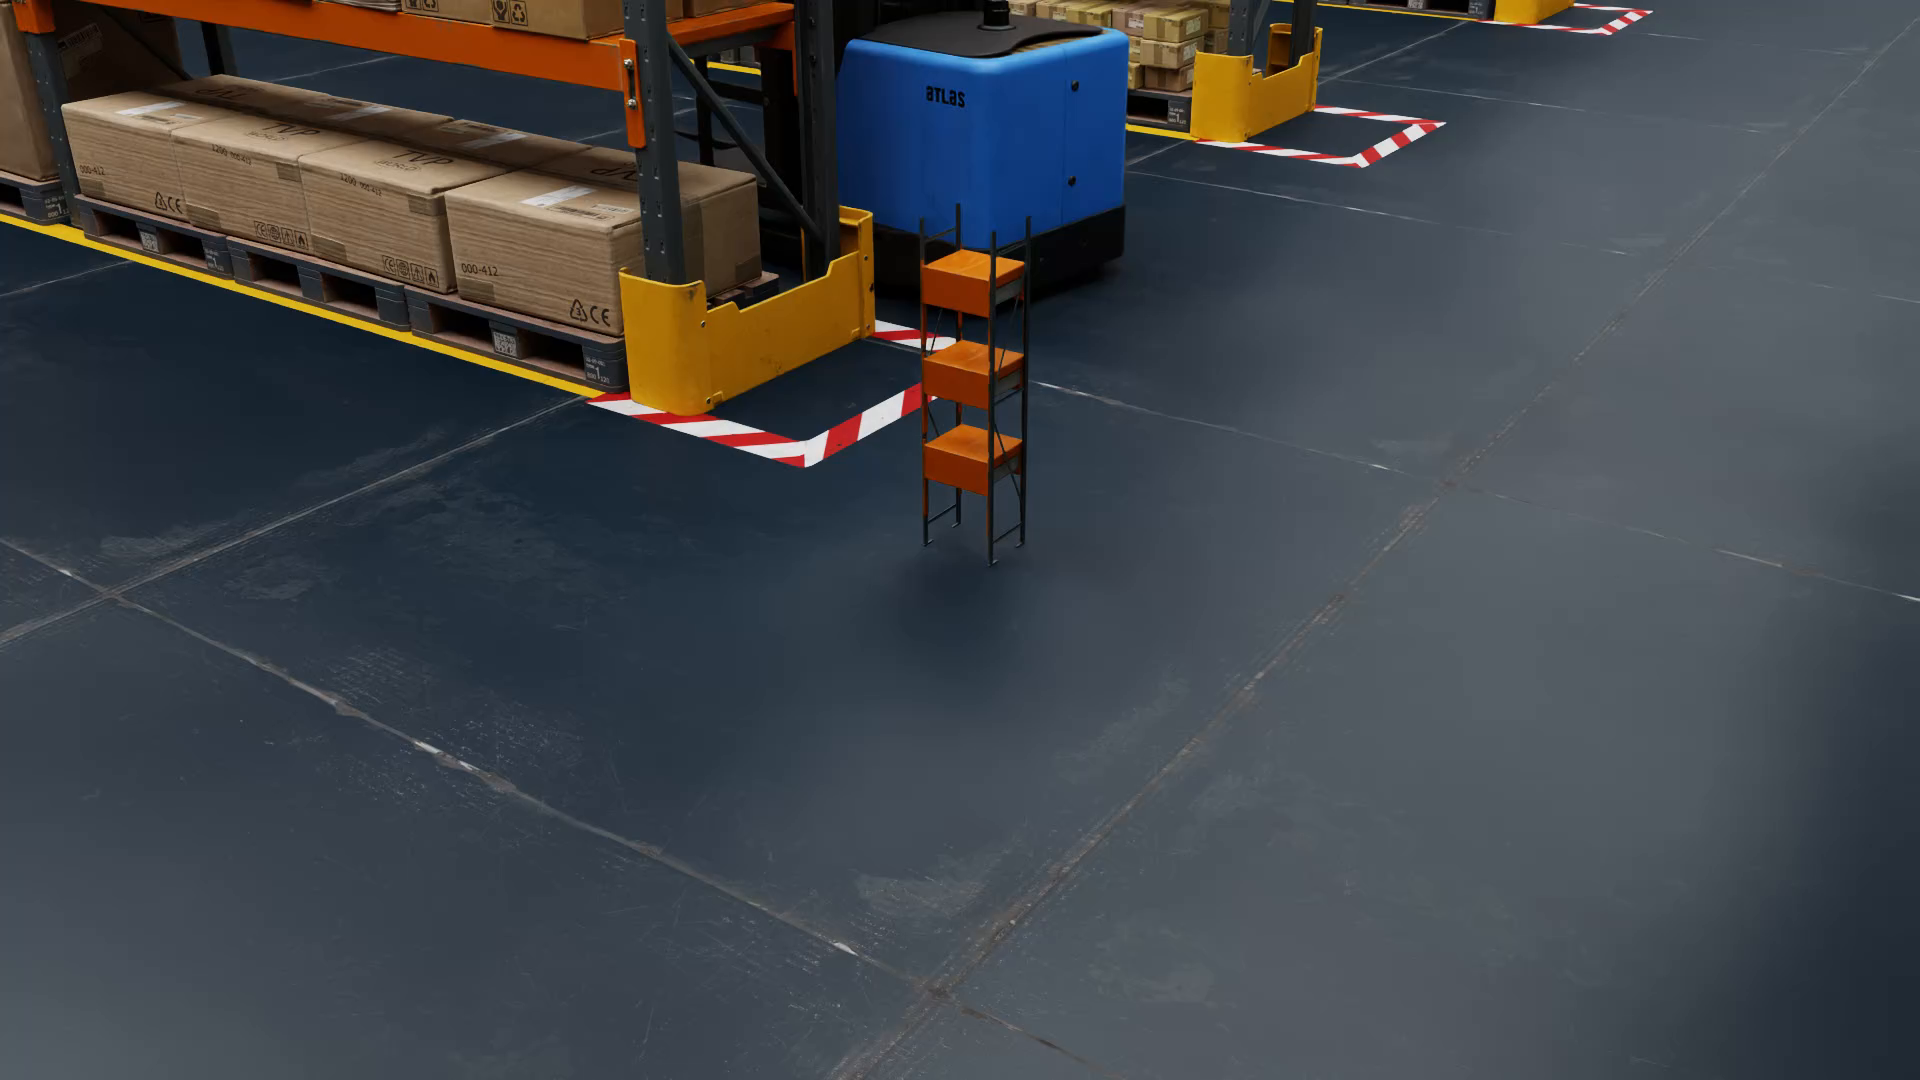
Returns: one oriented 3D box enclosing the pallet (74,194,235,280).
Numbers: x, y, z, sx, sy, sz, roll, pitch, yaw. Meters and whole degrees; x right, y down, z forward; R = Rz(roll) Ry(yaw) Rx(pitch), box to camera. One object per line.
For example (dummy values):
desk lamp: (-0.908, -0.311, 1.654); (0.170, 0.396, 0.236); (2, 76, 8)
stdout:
pallet: (-3.535, -1.610, 8.181); (1.213, 0.211, 1.003); (17, 32, 30)

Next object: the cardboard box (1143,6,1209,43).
cardboard box: (1.319, -3.150, 10.156); (0.250, 0.149, 0.380); (18, 32, 31)

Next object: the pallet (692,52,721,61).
pallet: (-2.041, -3.911, 12.702); (1.213, 0.211, 1.003); (17, 32, 30)

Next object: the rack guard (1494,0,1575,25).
rack guard: (4.810, -4.635, 13.807); (0.348, 0.500, 1.175); (17, 32, 30)

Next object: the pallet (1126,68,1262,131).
pallet: (1.186, -2.925, 10.766); (1.213, 0.211, 1.003); (17, 32, 30)

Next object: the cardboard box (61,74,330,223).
cardboard box: (-3.661, -1.921, 8.080); (0.875, 0.438, 0.875); (17, 31, 30)

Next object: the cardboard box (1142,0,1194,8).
cardboard box: (1.364, -3.396, 10.640); (0.250, 0.149, 0.380); (18, 32, 31)

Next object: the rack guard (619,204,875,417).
rack guard: (-0.801, -0.930, 6.526); (0.348, 0.500, 1.175); (17, 32, 30)

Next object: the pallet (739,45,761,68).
pallet: (-0.825, -3.552, 11.997); (1.213, 0.211, 1.003); (17, 32, 30)

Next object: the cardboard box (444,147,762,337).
cardboard box: (-1.421, -1.228, 6.717); (0.875, 0.438, 0.875); (16, 31, 29)

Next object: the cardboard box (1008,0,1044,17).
cardboard box: (0.428, -3.393, 10.635); (0.250, 0.149, 0.380); (19, 32, 32)

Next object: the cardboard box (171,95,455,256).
cardboard box: (-2.923, -1.692, 7.629); (0.875, 0.438, 0.875); (16, 31, 29)

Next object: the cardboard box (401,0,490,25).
cardboard box: (-1.773, -2.254, 6.262); (0.500, 0.500, 0.500); (17, 31, 29)

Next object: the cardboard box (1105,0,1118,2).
cardboard box: (0.977, -3.541, 10.926); (0.250, 0.149, 0.380); (16, 31, 28)

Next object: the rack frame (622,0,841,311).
rack frame: (-0.821, -2.050, 5.972); (0.127, 3.000, 1.000); (17, 32, 30)

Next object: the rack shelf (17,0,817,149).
rack shelf: (-2.469, -2.243, 7.144); (4.000, 0.370, 1.077); (17, 32, 30)

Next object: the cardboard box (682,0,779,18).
cardboard box: (-1.054, -2.325, 6.402); (0.500, 0.500, 0.500); (17, 32, 30)

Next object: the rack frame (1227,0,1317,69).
rack frame: (1.899, -3.927, 9.659); (0.127, 3.000, 1.000); (17, 32, 30)

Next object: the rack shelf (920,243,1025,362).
rack shelf: (0.044, -0.698, 4.861); (0.240, 0.259, 0.215); (17, 32, 30)

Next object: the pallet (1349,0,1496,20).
pallet: (4.087, -4.689, 14.230); (1.213, 0.211, 1.003); (17, 32, 30)

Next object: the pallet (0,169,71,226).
pallet: (-4.797, -2.005, 8.956); (1.213, 0.211, 1.003); (17, 32, 30)

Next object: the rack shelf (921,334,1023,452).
rack shelf: (0.044, -0.445, 4.990); (0.240, 0.259, 0.215); (17, 32, 30)

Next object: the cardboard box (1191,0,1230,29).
cardboard box: (1.659, -3.370, 10.589); (0.250, 0.149, 0.380); (16, 31, 28)

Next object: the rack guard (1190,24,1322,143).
rack guard: (1.836, -2.832, 10.264); (0.348, 0.500, 1.175); (17, 32, 30)

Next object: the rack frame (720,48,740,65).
rack frame: (-1.399, -4.954, 11.677); (0.127, 3.000, 1.000); (17, 32, 30)

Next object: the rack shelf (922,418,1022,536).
rack shelf: (0.044, -0.197, 5.116); (0.240, 0.259, 0.215); (17, 32, 30)

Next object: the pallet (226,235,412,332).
pallet: (-2.526, -1.297, 7.566); (1.213, 0.211, 1.003); (17, 32, 30)

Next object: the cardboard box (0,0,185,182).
cardboard box: (-4.674, -2.447, 8.631); (0.875, 0.875, 0.875); (18, 32, 32)

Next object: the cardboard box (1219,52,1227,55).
cardboard box: (1.648, -3.098, 10.710); (0.250, 0.149, 0.380); (18, 32, 31)

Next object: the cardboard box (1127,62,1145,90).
cardboard box: (1.077, -2.929, 10.378); (0.250, 0.149, 0.380); (18, 32, 32)

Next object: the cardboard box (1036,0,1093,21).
cardboard box: (0.681, -3.345, 10.540); (0.250, 0.149, 0.380); (16, 31, 28)

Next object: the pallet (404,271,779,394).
pallet: (-1.524, -0.984, 6.950); (1.213, 0.211, 1.003); (17, 32, 30)

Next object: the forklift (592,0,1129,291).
forklift: (-0.681, -2.853, 7.625); (3.031, 2.935, 1.130); (22, 34, 36)

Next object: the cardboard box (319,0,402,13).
cardboard box: (-2.203, -2.383, 6.515); (0.500, 0.500, 0.500); (18, 32, 32)

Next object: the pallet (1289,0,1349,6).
pallet: (3.085, -5.002, 14.846); (1.213, 0.211, 1.003); (17, 32, 30)

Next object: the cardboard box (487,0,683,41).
cardboard box: (-1.368, -2.120, 5.998); (0.500, 0.500, 0.500); (18, 32, 31)

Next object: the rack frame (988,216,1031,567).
rack frame: (0.145, -0.423, 4.923); (0.008, 1.050, 0.200); (17, 32, 30)

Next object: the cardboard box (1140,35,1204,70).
cardboard box: (1.302, -3.005, 10.200); (0.250, 0.149, 0.380); (16, 31, 29)

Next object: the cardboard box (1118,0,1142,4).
cardboard box: (1.229, -3.509, 10.861); (0.250, 0.149, 0.380); (17, 32, 30)

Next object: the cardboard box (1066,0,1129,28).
cardboard box: (0.859, -3.255, 10.363); (0.250, 0.149, 0.380); (17, 31, 29)

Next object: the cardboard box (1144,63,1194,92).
cardboard box: (1.347, -2.901, 10.323); (0.250, 0.149, 0.380); (18, 32, 31)

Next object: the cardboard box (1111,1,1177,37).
cardboard box: (1.144, -3.236, 10.325); (0.250, 0.149, 0.380); (18, 32, 31)

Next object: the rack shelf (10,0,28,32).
rack shelf: (-5.766, -3.270, 9.162); (4.000, 0.370, 1.077); (17, 32, 30)

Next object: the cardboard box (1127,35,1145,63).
cardboard box: (1.117, -3.092, 10.371); (0.250, 0.149, 0.380); (16, 31, 29)

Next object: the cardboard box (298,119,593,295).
cardboard box: (-2.180, -1.460, 7.173); (0.875, 0.438, 0.875); (18, 32, 32)

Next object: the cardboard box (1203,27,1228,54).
cardboard box: (1.612, -3.207, 10.596); (0.250, 0.149, 0.380); (19, 32, 32)

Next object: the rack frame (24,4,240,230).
rack frame: (-4.118, -3.077, 7.990); (0.127, 3.000, 1.000); (17, 32, 30)

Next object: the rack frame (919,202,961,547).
rack frame: (-0.056, -0.485, 5.046); (0.008, 1.050, 0.200); (17, 32, 30)

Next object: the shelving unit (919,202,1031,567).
shelving unit: (0.044, -0.454, 4.985); (0.252, 1.050, 0.215); (17, 32, 30)
